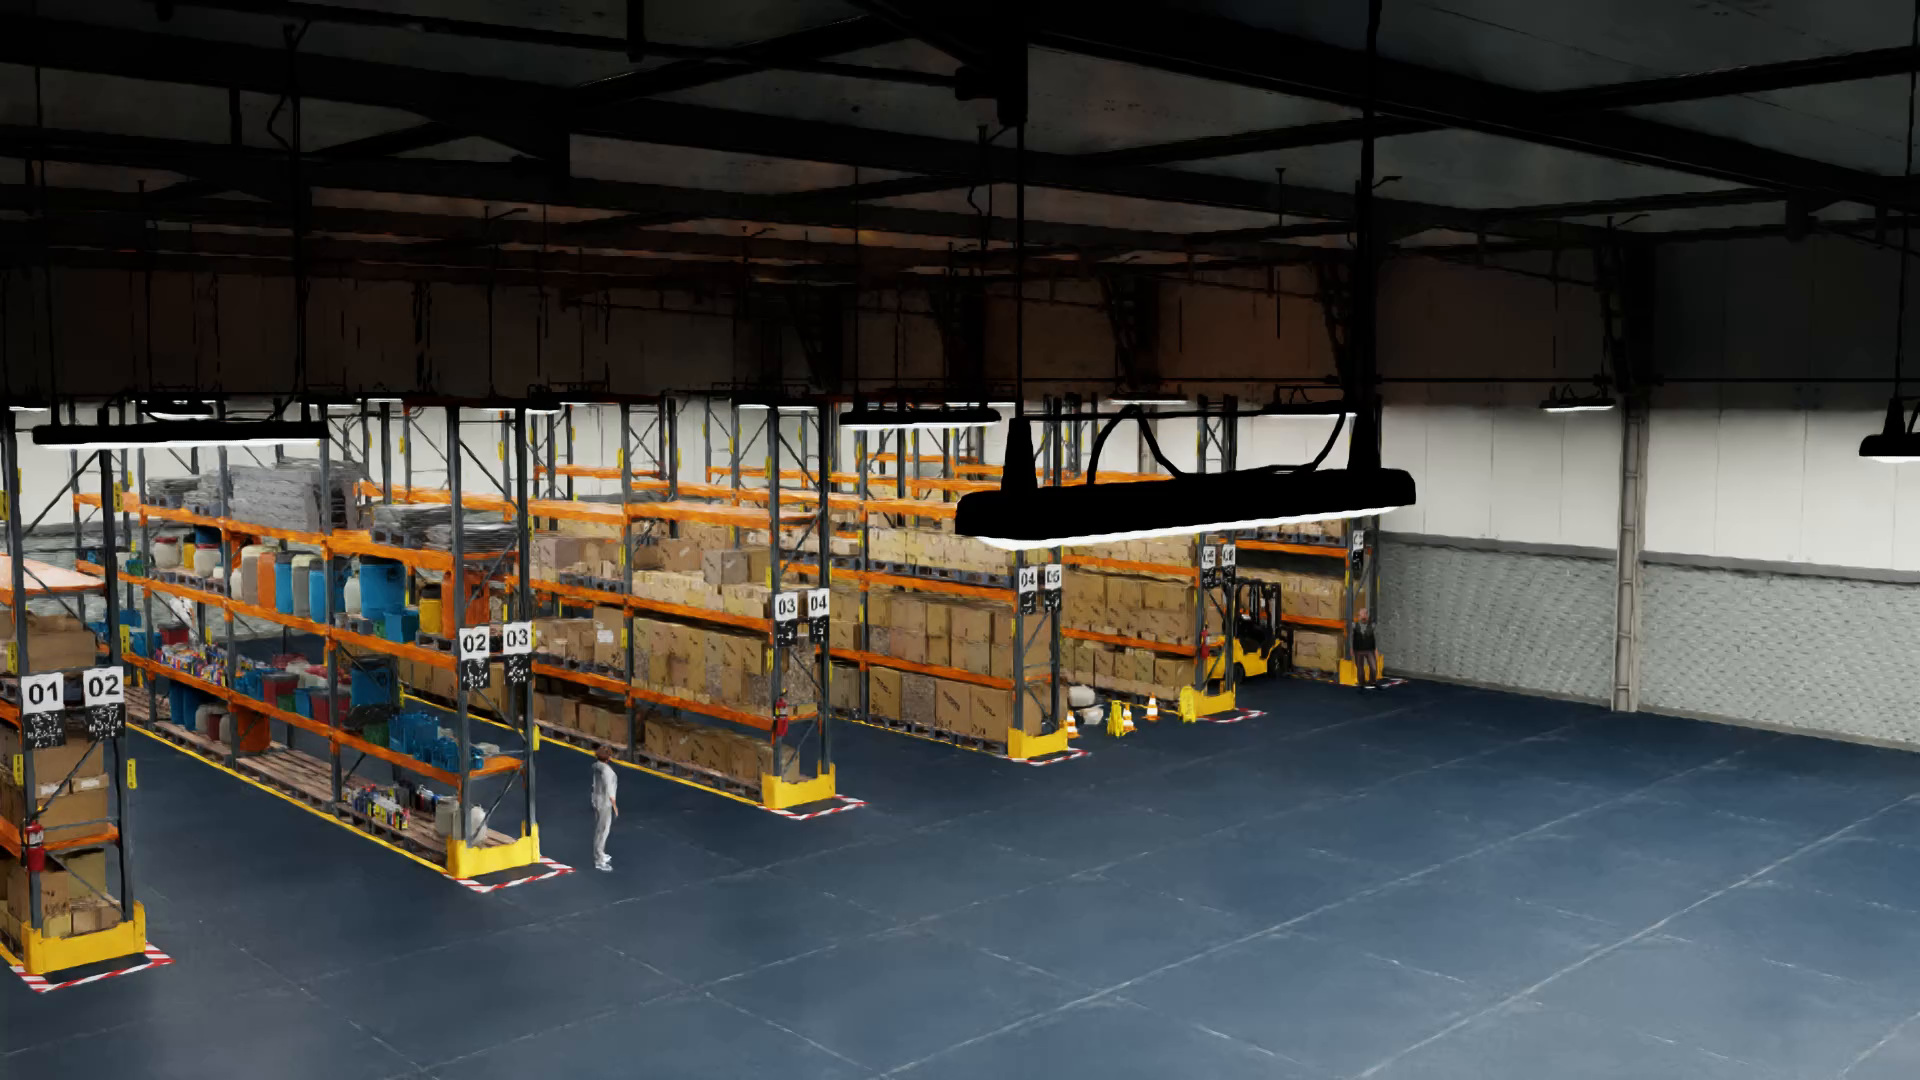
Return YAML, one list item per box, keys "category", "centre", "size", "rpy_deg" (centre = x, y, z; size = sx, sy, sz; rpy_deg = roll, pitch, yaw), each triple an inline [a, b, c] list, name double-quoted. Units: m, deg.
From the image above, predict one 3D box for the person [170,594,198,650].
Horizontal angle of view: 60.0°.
- category: "person"
  centre: [-17.762, 1.838, 38.046]
  size: [0.556, 1.653, 0.576]
  rpy_deg: [-1, 6, -6]

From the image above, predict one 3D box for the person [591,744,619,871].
- category: "person"
  centre: [-4.622, 3.438, 21.559]
  size: [0.344, 1.600, 0.578]
  rpy_deg: [-4, 7, -33]

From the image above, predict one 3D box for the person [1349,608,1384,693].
- category: "person"
  centre: [8.208, 2.224, 33.561]
  size: [0.690, 1.712, 0.471]
  rpy_deg: [2, 6, 17]
